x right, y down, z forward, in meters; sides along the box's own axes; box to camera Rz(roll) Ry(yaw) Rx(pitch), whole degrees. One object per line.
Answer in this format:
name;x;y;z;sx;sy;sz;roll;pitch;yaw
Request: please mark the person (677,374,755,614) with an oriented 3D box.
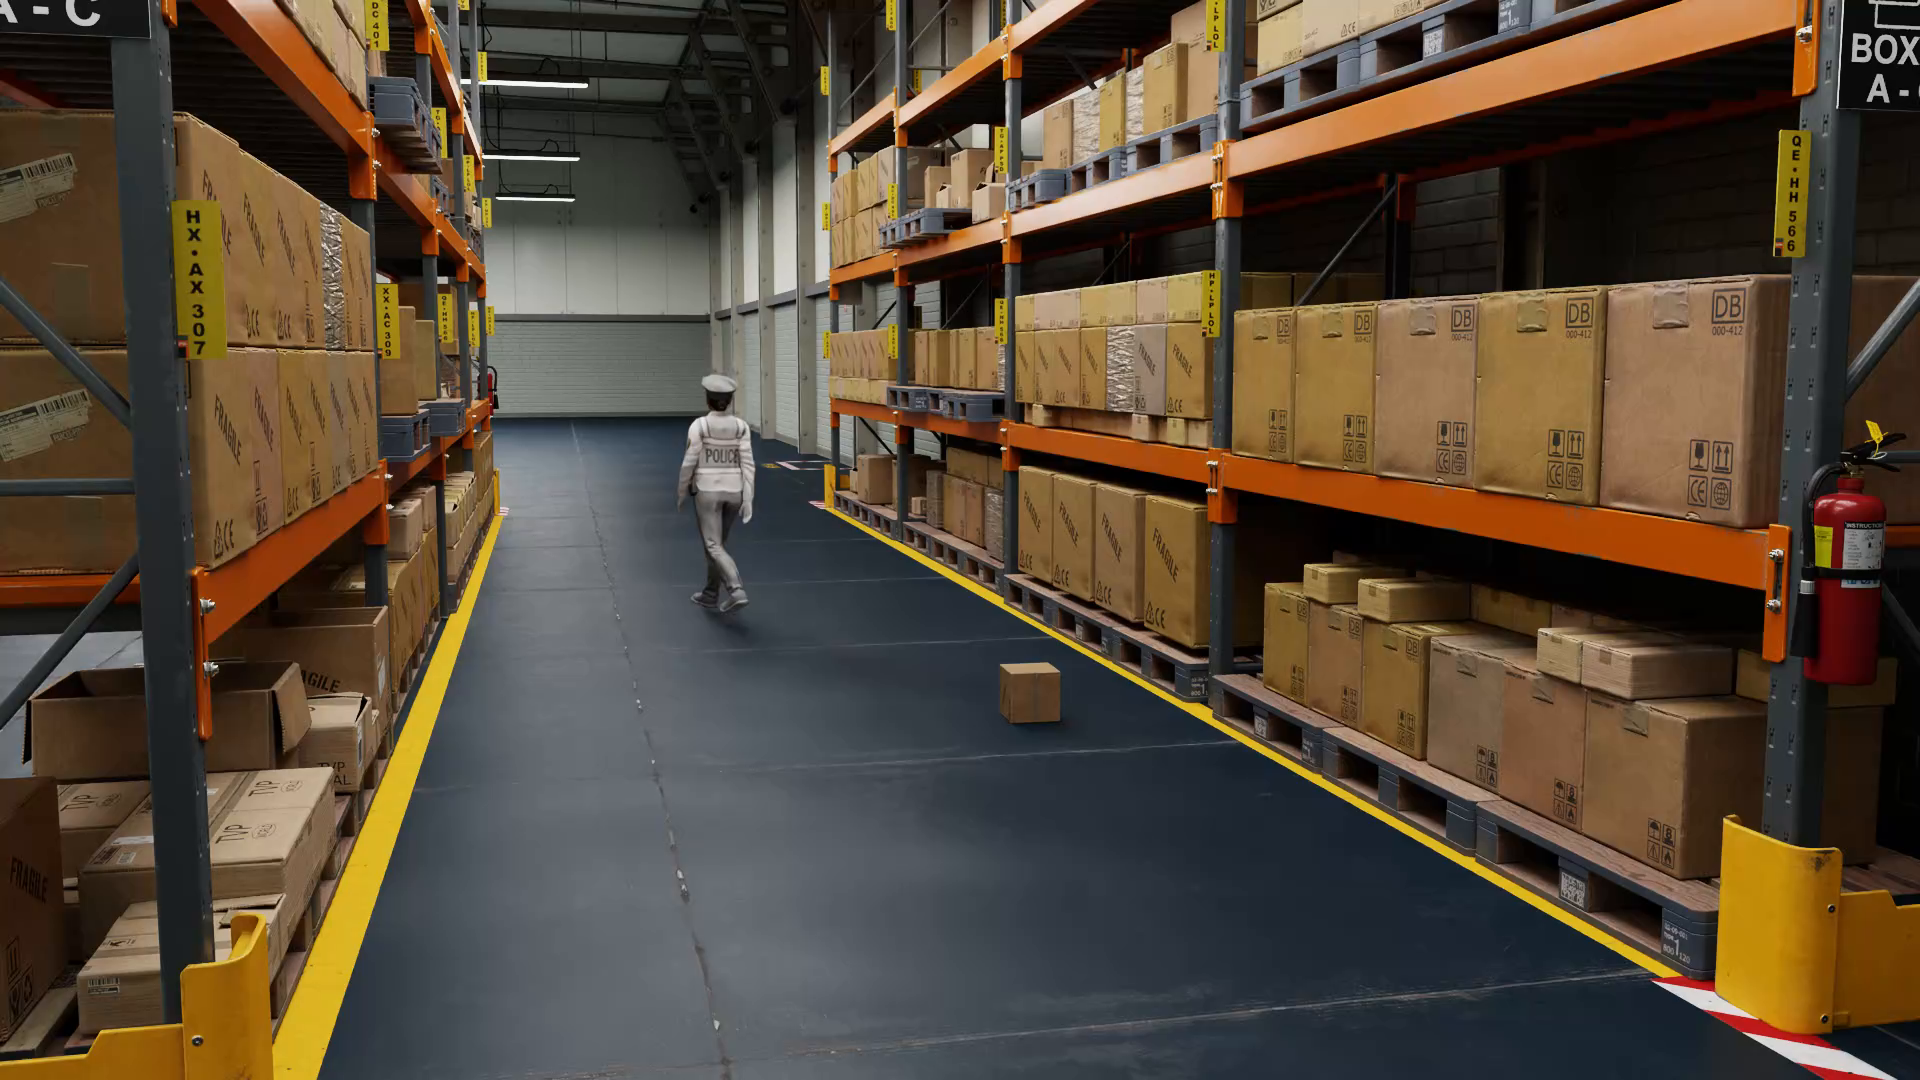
person;-1.663;-0.311;11.348;0.481;1.639;1.009;-5;8;-36
